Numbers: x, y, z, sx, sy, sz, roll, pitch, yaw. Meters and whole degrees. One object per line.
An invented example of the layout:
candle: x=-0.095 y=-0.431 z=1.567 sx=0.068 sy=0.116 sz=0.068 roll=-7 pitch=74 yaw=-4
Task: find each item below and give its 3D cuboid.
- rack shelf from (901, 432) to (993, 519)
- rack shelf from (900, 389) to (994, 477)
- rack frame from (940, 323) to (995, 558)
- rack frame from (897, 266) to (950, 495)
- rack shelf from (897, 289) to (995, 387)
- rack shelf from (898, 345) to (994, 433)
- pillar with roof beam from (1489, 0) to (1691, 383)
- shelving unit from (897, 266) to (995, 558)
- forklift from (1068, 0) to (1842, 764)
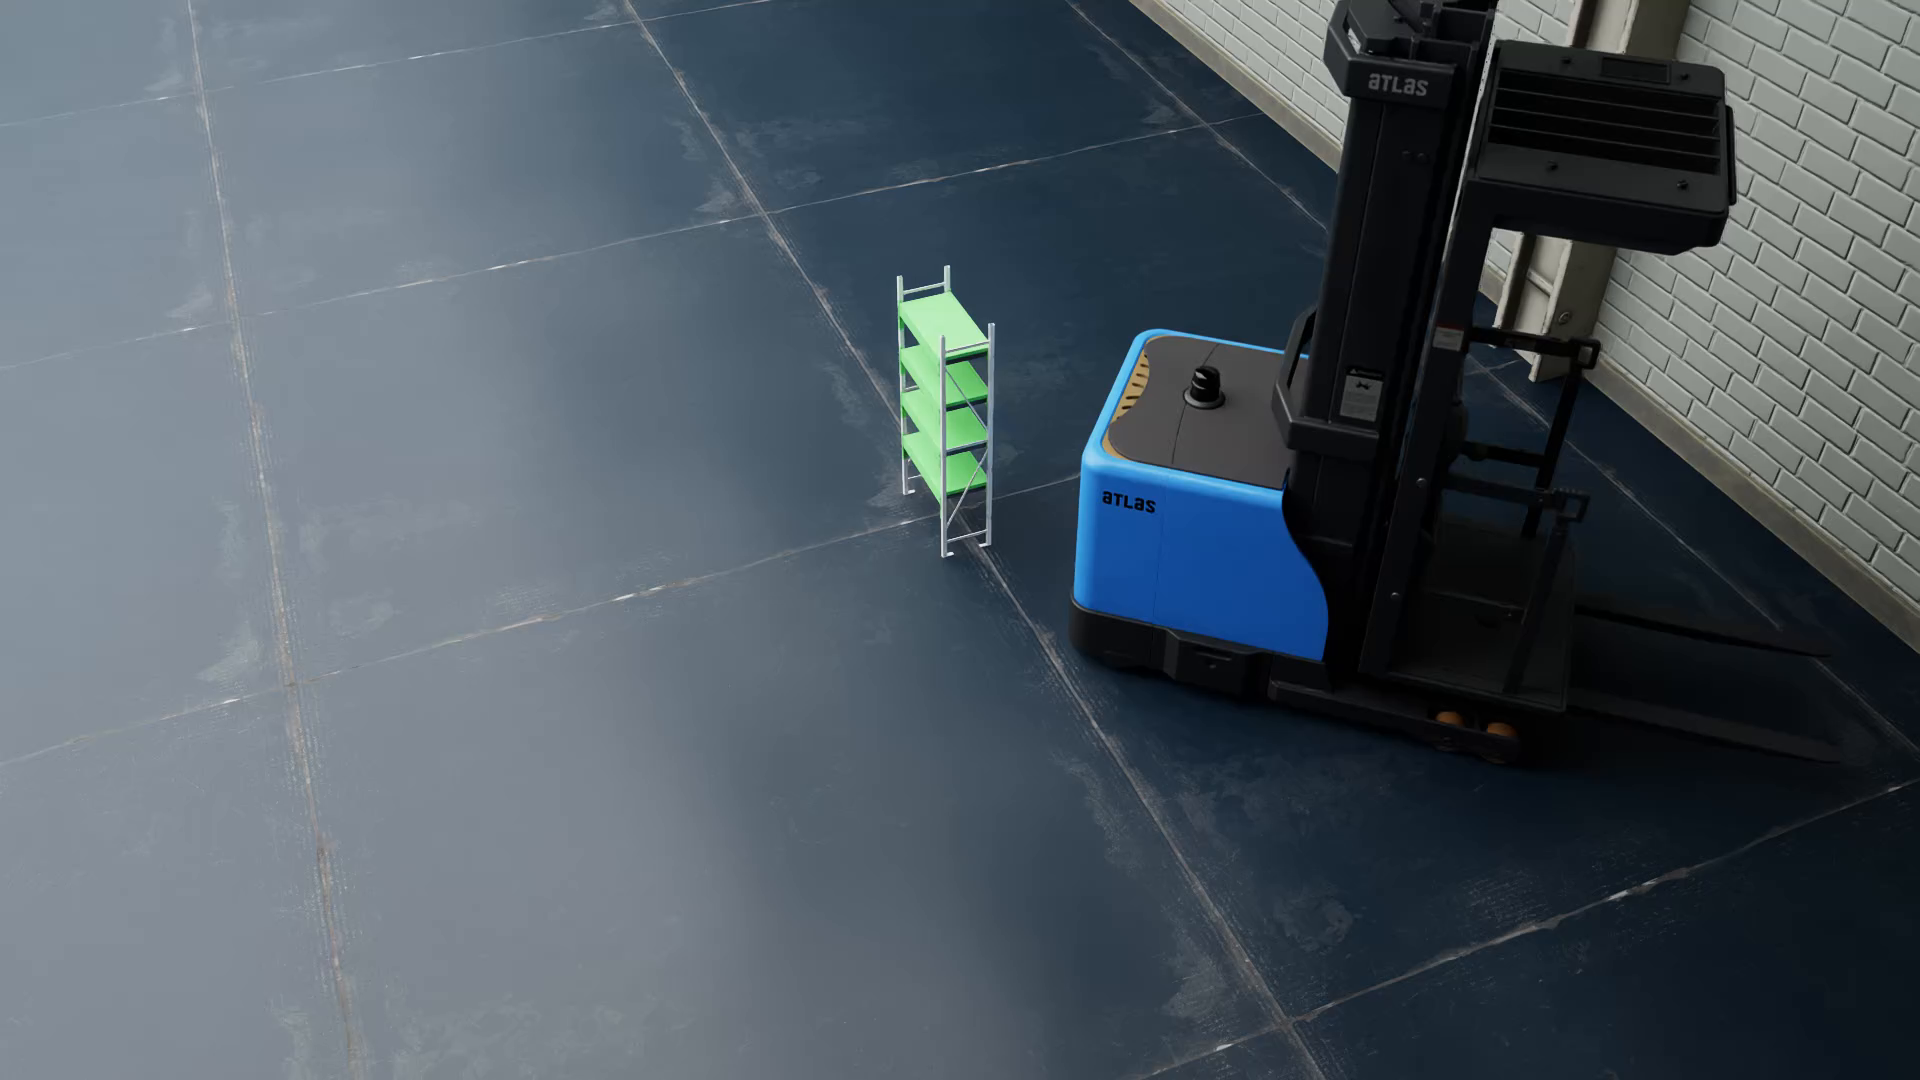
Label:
rack shelf: x=-0.063 y=-0.324 z=7.592 sx=0.258 sy=0.148 sz=0.480 roll=-15 pitch=43 yaw=-17
rack shelf: x=-0.063 y=-0.506 z=7.435 sx=0.258 sy=0.148 sz=0.480 roll=-15 pitch=43 yaw=-17
rack frame: x=0.030 y=-0.408 z=7.222 sx=0.240 sy=1.200 sz=0.015 roll=-15 pitch=43 yaw=-17
rack frame: x=-0.157 y=-0.702 z=7.564 sx=0.240 sy=1.200 sz=0.015 roll=-15 pitch=43 yaw=-17
rack shelf: x=-0.063 y=-0.870 z=7.122 sx=0.258 sy=0.148 sz=0.480 roll=-15 pitch=43 yaw=-17
rack shelf: x=-0.063 y=-0.688 z=7.279 sx=0.258 sy=0.148 sz=0.480 roll=-15 pitch=43 yaw=-17
pillar with roof beam: x=-0.935 y=-3.309 z=4.615 sx=9.100 sy=9.000 sz=0.400 roll=-15 pitch=43 yaw=-17
shelving unit: x=-0.063 y=-0.555 z=7.393 sx=0.258 sy=1.200 sz=0.503 roll=-15 pitch=43 yaw=-17
forklift: x=2.034 y=-0.613 z=6.133 sx=3.031 sy=2.935 sz=1.130 roll=12 pitch=42 yaw=14
